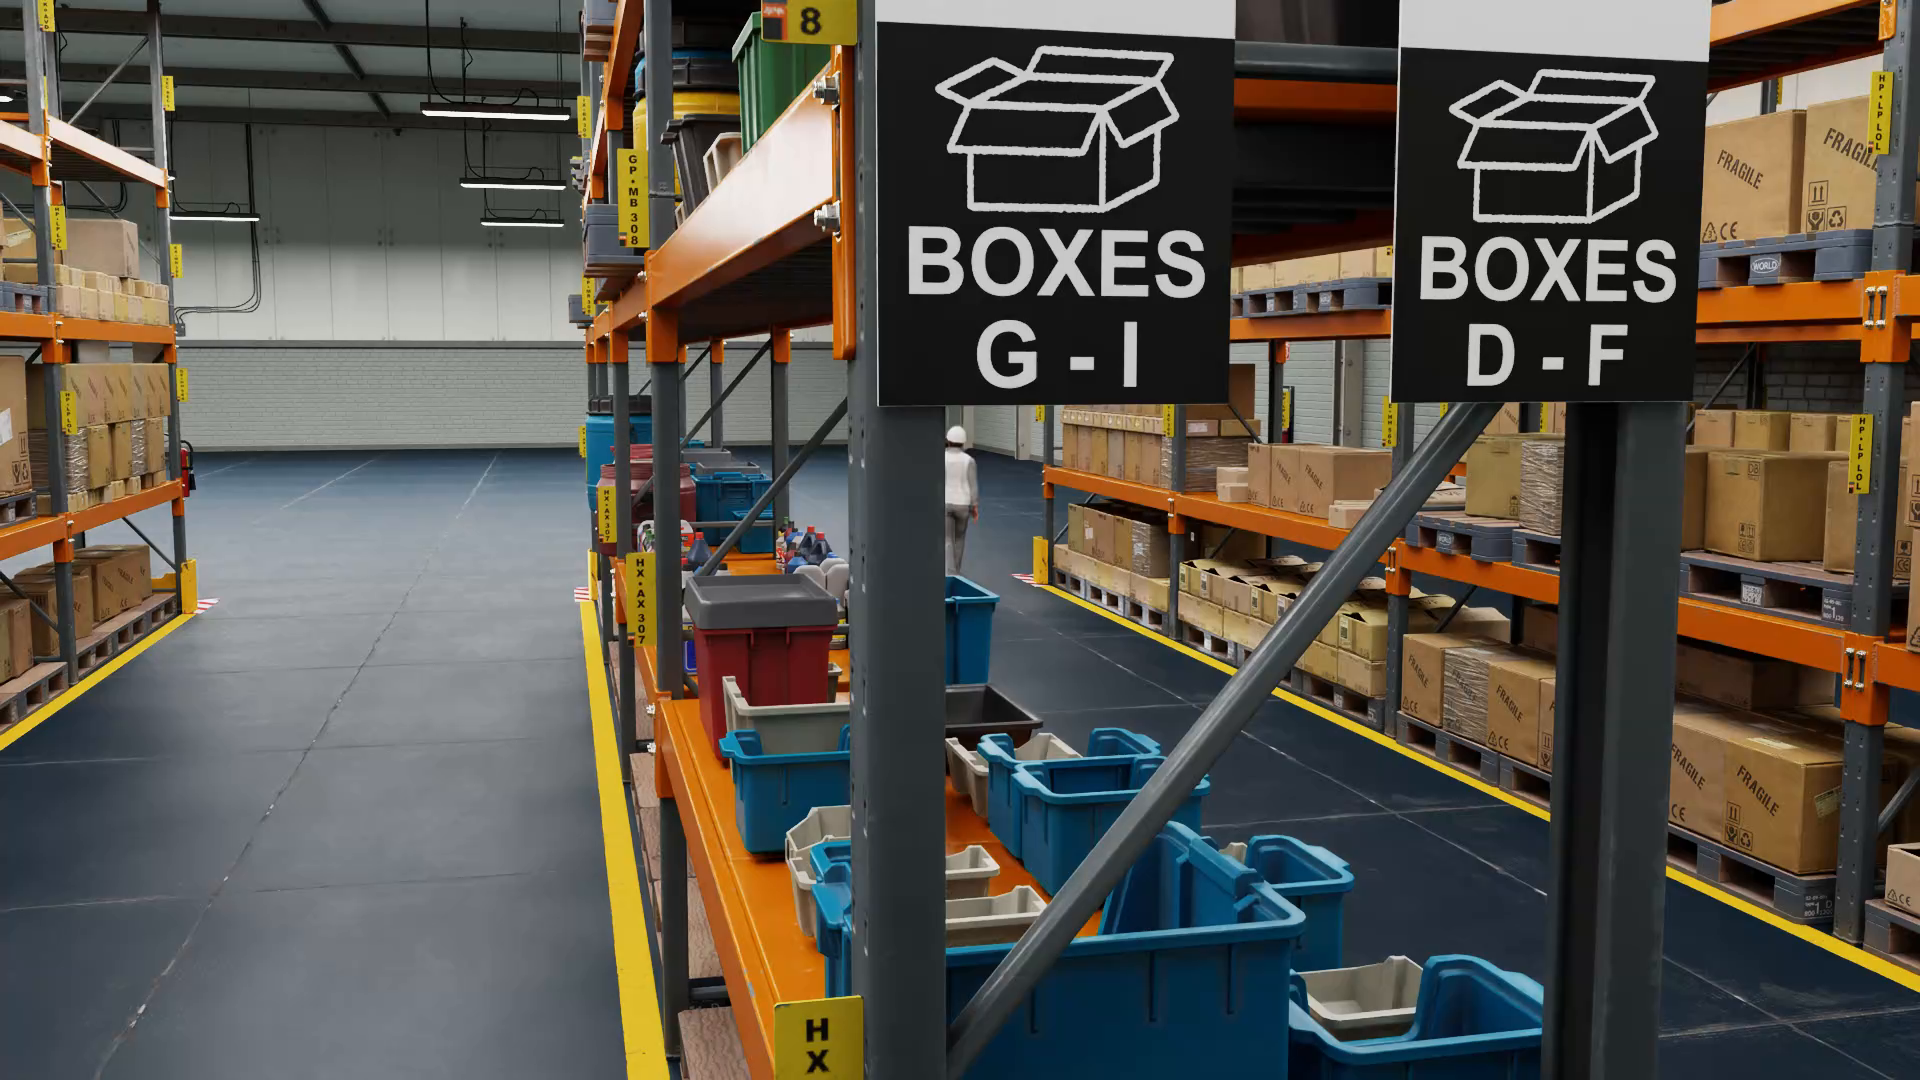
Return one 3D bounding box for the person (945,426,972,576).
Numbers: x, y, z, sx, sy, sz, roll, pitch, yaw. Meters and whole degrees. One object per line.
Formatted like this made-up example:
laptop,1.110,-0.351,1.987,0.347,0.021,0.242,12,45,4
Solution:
person,-0.096,-0.396,18.482,0.447,1.744,0.907,-1,6,-7
